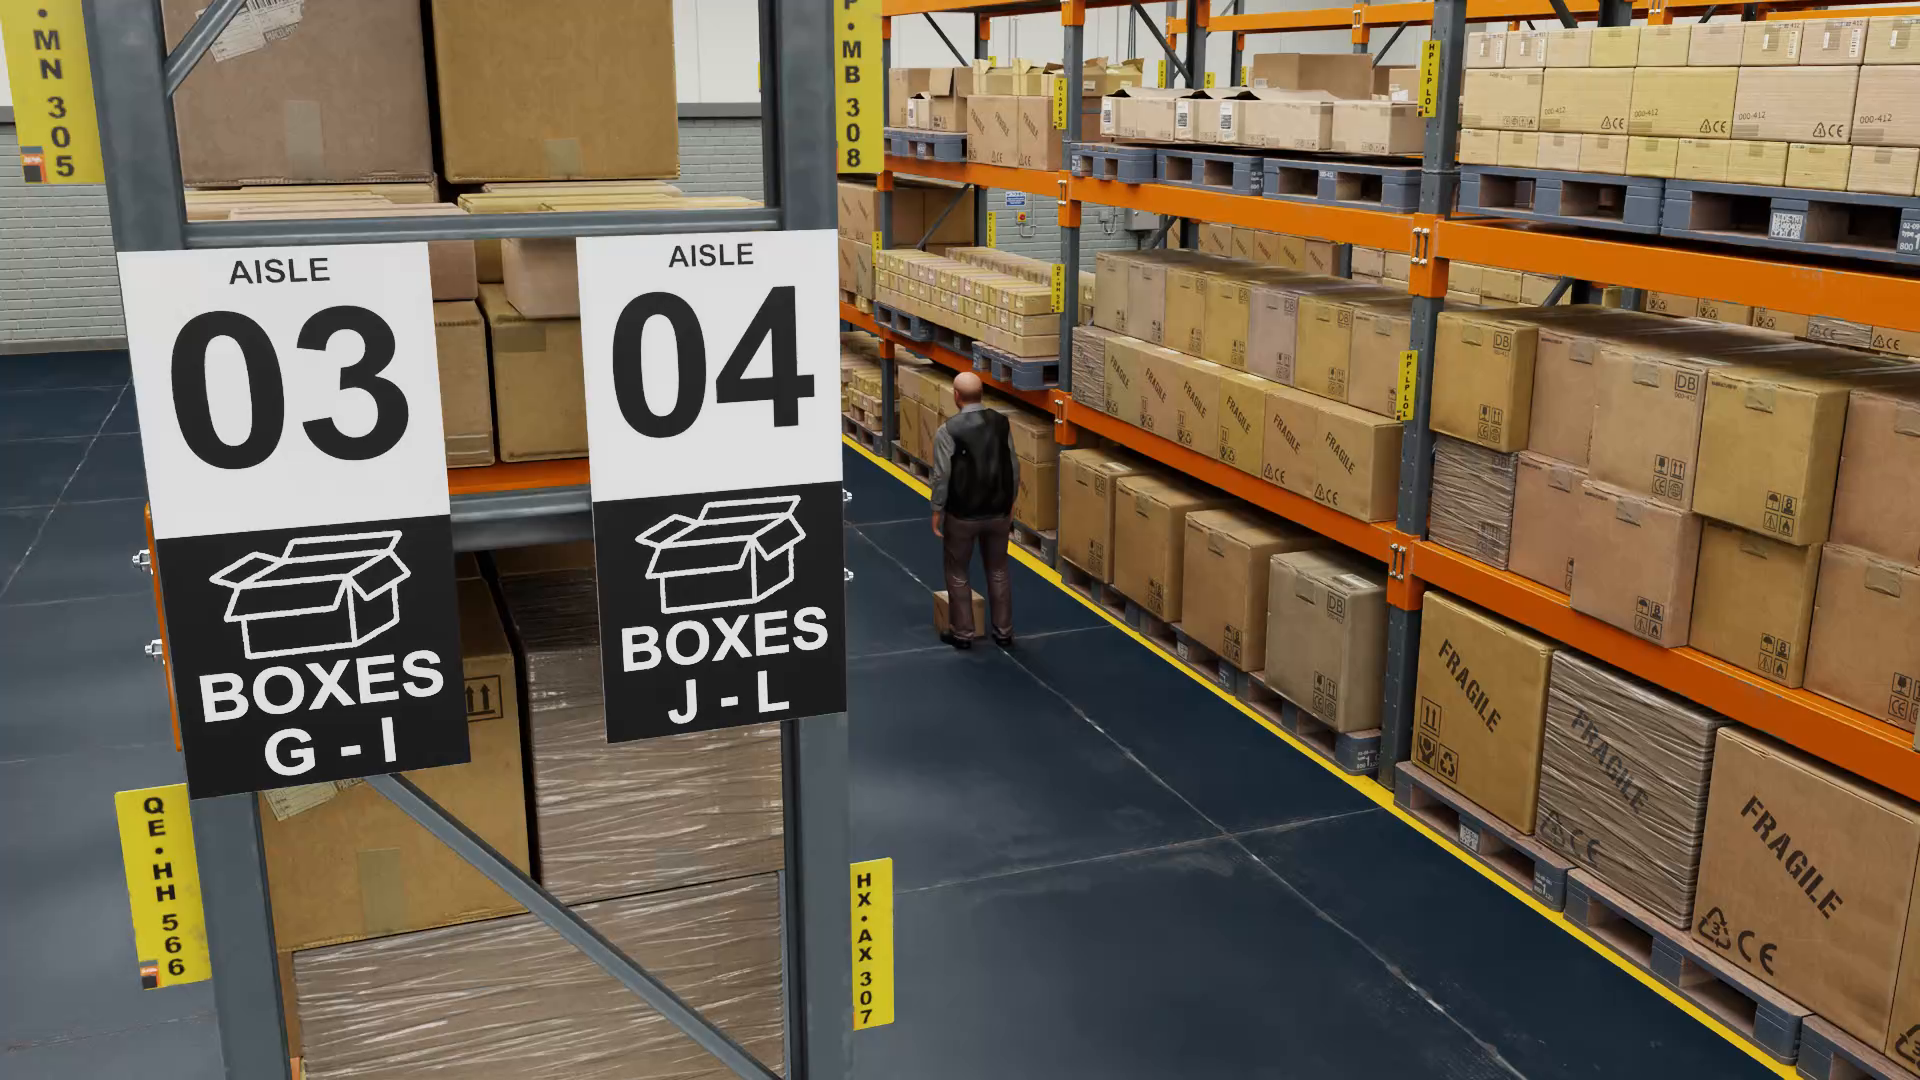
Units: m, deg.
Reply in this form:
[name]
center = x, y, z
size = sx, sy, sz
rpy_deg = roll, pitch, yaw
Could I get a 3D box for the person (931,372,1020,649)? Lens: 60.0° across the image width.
[person]
center = 0.087, -0.173, 10.195
size = 0.588, 1.720, 0.475
rpy_deg = -7, 17, -23
